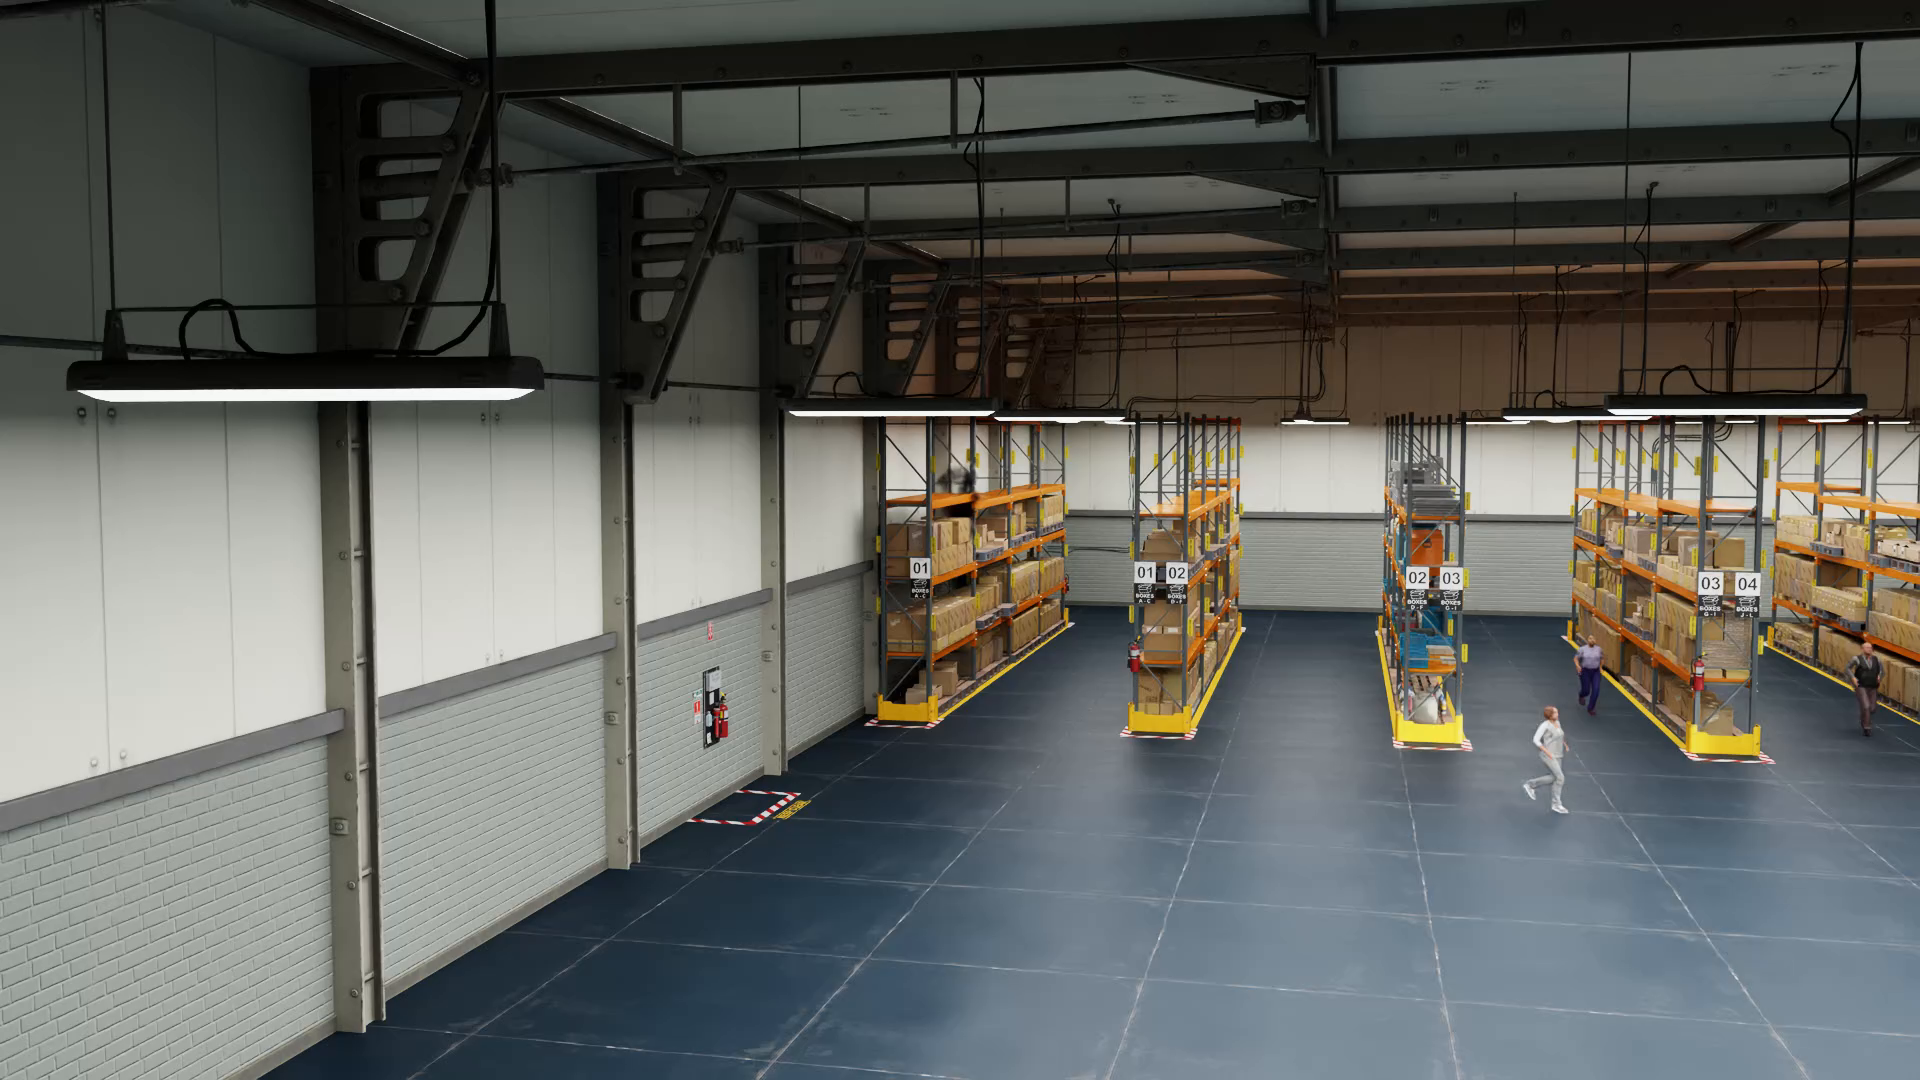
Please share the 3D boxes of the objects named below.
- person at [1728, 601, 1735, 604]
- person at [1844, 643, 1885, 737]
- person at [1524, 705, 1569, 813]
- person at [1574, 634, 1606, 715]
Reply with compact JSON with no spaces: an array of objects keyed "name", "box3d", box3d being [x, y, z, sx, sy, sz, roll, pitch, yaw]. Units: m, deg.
[{"name":"person","box3d":[19.619,2.010,41.896,0.653,1.735,0.896,1,4,19]},{"name":"person","box3d":[16.904,2.770,31.049,0.669,1.714,0.767,1,4,8]},{"name":"person","box3d":[8.801,3.260,24.900,0.533,1.590,0.690,-4,5,-45]},{"name":"person","box3d":[12.635,2.677,33.348,0.613,1.608,0.586,1,4,8]}]
